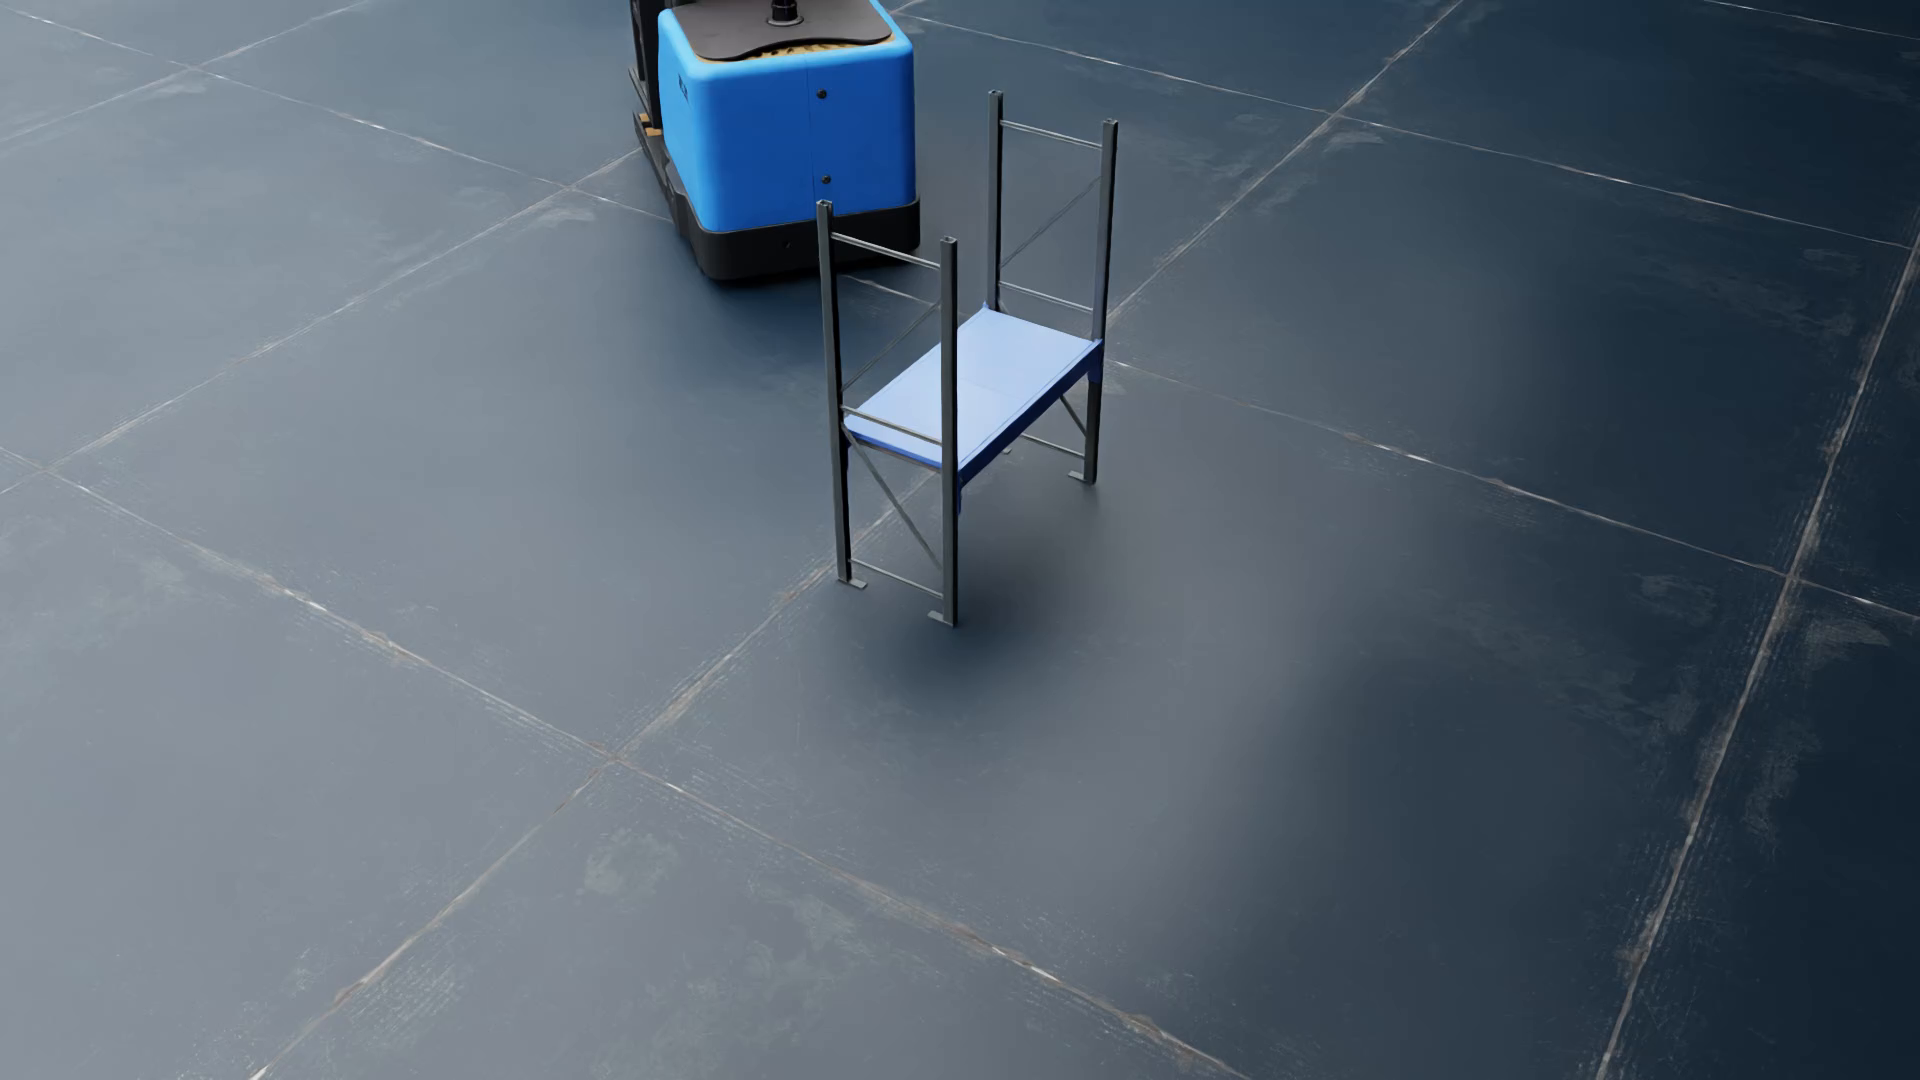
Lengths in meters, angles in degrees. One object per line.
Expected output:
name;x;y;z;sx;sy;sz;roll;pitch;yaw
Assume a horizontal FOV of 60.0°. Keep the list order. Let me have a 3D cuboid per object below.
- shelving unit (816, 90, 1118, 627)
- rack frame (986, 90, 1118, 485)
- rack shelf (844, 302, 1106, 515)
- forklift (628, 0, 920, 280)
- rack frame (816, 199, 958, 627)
shelving unit;0.046;-0.638;5.849;0.538;1.500;1.048;21;42;25
rack frame;0.318;-0.900;6.189;0.500;1.500;0.032;21;42;25
rack shelf;0.046;-0.496;5.959;0.538;0.185;1.000;21;42;25
forklift;-1.134;-3.267;8.087;1.130;2.935;3.031;-11;39;-14
rack frame;-0.227;-0.376;5.509;0.500;1.500;0.032;21;42;25
